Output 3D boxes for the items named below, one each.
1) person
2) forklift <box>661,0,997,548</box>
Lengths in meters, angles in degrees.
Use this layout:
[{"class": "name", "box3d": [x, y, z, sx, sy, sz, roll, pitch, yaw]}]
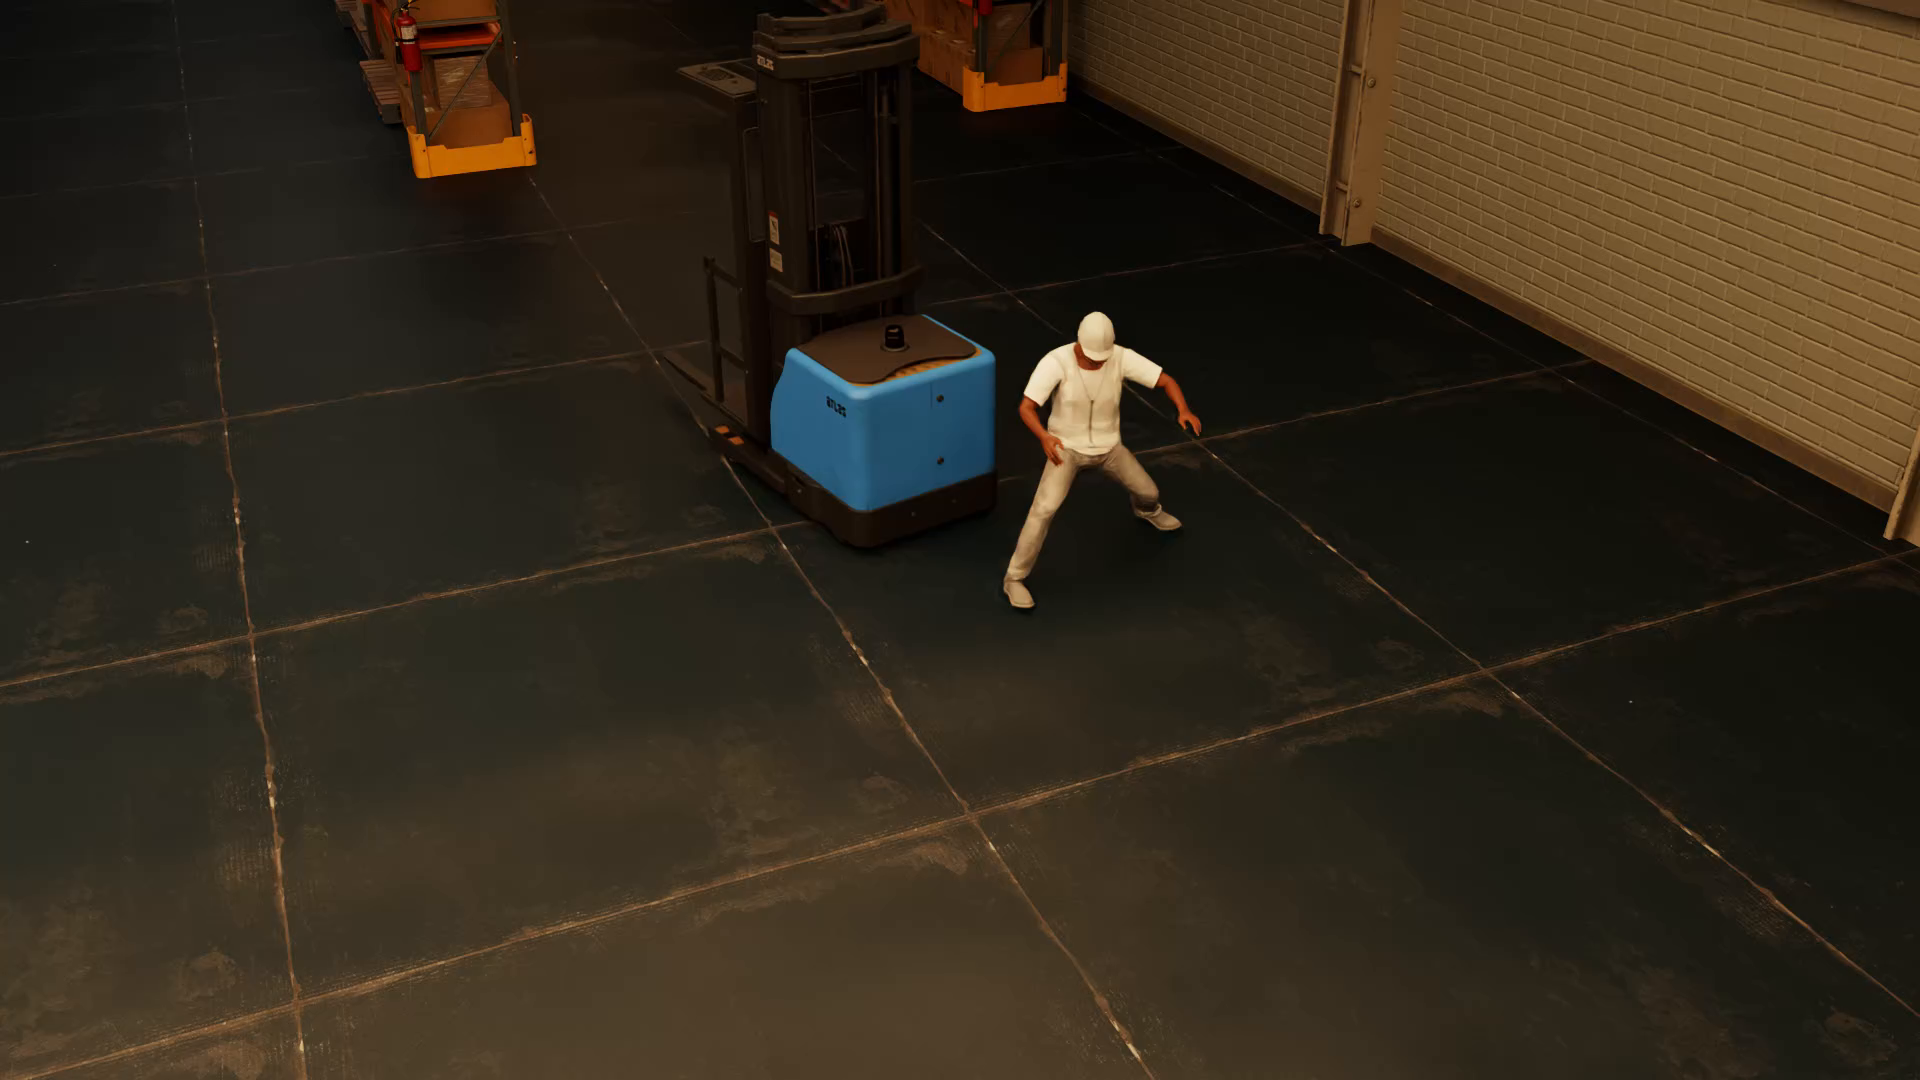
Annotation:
[{"class": "person", "box3d": [0.808, -0.538, 9.446, 1.236, 1.558, 0.956, -6, 30, -10]}, {"class": "forklift", "box3d": [-1.022, -1.909, 10.459, 1.130, 2.935, 3.031, -19, 35, -30]}]
